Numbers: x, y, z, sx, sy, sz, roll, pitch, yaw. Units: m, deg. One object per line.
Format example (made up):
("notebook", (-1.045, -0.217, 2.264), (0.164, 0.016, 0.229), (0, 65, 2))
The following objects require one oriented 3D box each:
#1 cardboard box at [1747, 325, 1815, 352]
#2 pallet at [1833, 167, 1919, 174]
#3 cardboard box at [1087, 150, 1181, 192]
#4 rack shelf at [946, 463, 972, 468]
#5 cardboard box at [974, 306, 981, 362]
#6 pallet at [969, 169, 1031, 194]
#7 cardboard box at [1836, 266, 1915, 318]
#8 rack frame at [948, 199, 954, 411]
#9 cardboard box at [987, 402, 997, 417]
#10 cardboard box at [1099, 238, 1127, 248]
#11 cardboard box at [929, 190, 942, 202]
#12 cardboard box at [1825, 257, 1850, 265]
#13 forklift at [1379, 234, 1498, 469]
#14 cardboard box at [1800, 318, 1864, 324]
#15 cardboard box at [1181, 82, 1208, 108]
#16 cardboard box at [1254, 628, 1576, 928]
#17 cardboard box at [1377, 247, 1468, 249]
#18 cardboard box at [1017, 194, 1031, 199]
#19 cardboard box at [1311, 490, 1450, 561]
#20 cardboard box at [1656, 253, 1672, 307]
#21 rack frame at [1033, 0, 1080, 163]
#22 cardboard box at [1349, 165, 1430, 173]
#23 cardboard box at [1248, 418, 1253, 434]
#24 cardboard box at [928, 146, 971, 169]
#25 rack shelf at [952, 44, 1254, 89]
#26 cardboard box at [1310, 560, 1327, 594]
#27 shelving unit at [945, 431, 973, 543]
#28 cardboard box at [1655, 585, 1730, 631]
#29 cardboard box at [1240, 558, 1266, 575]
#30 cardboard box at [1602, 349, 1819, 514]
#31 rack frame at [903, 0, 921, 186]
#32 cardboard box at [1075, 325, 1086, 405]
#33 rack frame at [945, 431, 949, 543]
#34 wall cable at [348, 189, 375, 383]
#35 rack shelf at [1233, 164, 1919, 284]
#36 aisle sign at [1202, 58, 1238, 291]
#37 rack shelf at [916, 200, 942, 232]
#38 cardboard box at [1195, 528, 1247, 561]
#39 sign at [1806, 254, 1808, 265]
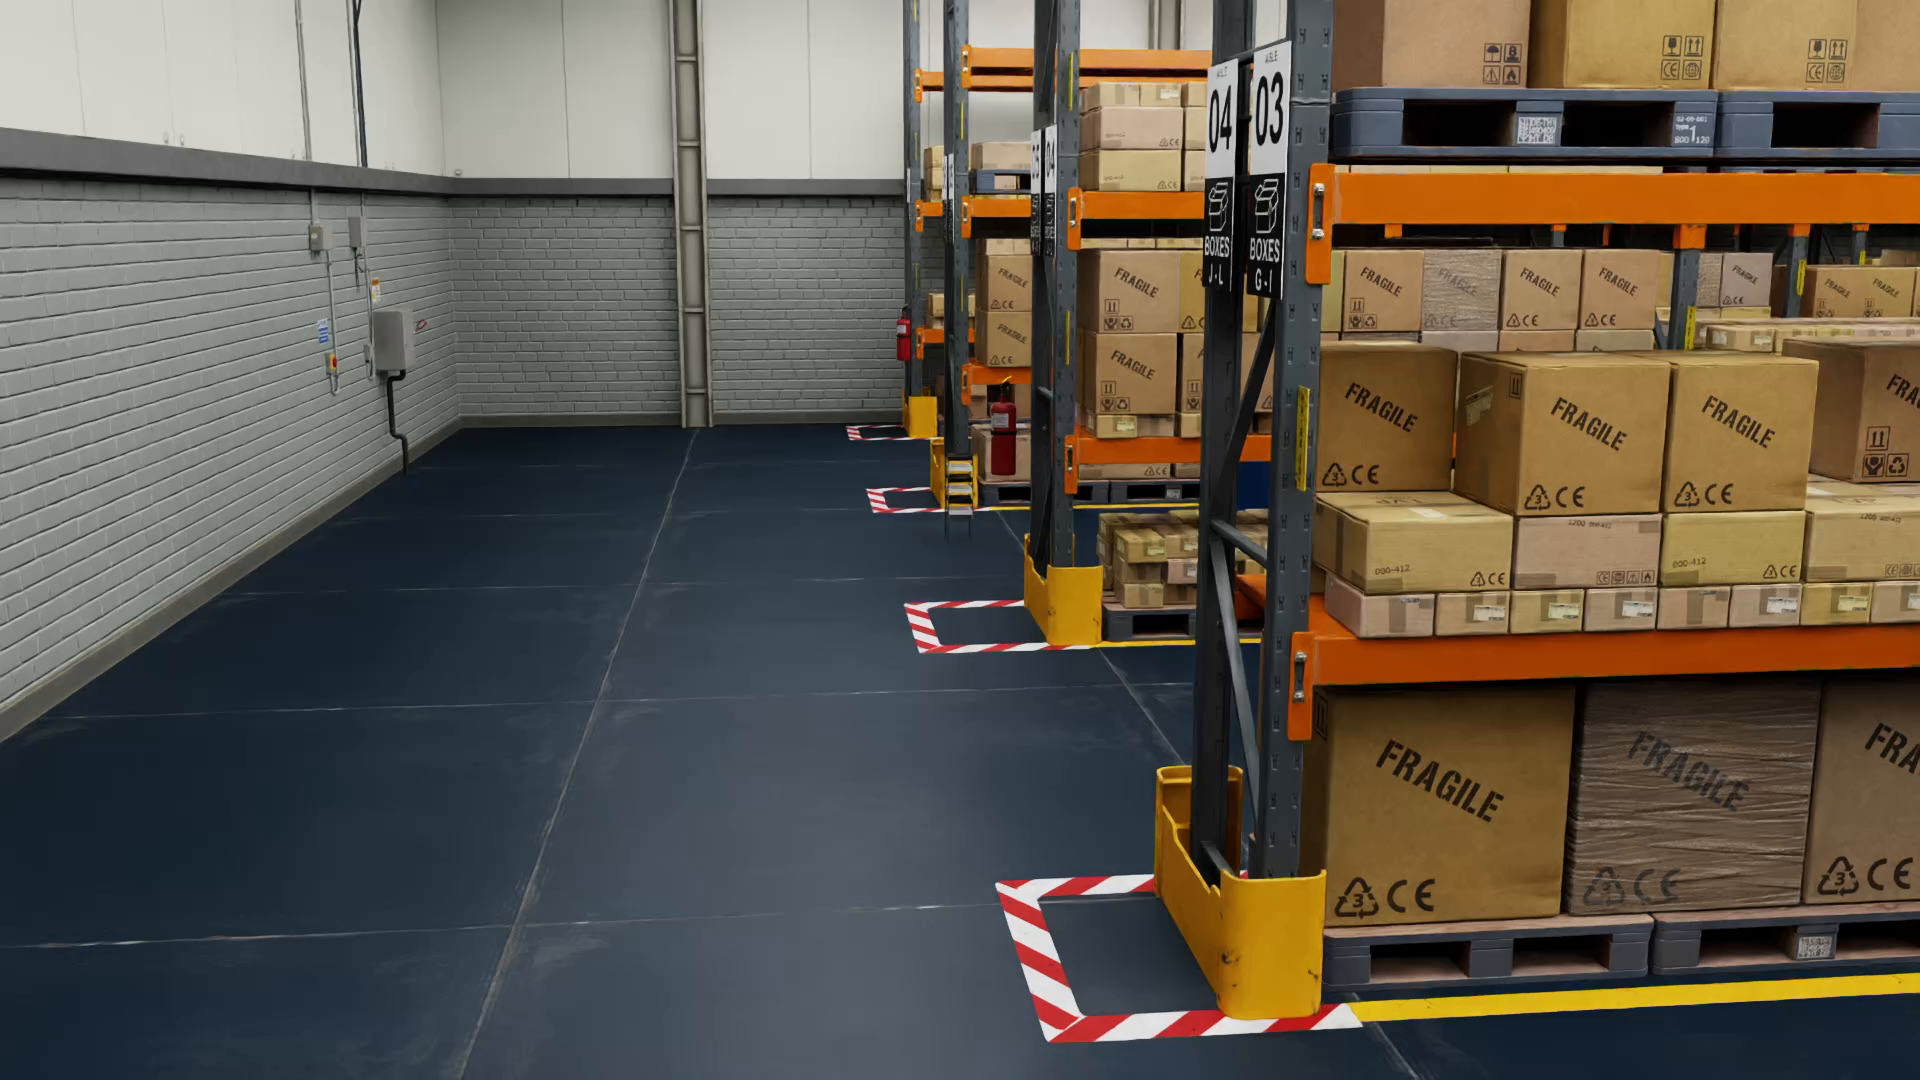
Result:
("cardboard box", (5.290, -1.303, 10.738), (0.250, 0.149, 0.380), (-1, 11, -4))
("pallet", (6.228, -2.395, 10.986), (1.003, 0.211, 1.213), (-1, 11, -6))
("cardboard box", (1.070, -2.276, 10.282), (0.529, 0.250, 0.529), (-1, 11, -7))
("rack shelf", (6.368, -1.621, 10.058), (12.128, 3.443, 8.407), (-1, 11, -6))
("cardboard box", (0.412, -1.975, 15.877), (0.500, 0.500, 0.500), (-1, 11, -6))
("pallet", (0.697, -3.310, 15.385), (1.213, 0.211, 1.003), (-1, 11, -6))
("cardboard box", (8.903, -2.410, 16.230), (0.500, 0.500, 0.500), (-1, 11, -3))
("rack frame", (-0.040, -1.865, 15.580), (0.053, 2.616, 0.949), (-1, 11, -6))
("cardboard box", (0.466, -1.620, 20.632), (0.250, 0.149, 0.380), (-2, 11, -8))
("cardboard box", (1.382, -2.704, 15.314), (0.250, 0.149, 0.380), (-1, 11, -6))
("cardboard box", (-0.237, -4.127, 19.960), (0.250, 0.149, 0.380), (-1, 11, -5))
("cardboard box", (11.635, -3.644, 21.918), (0.250, 0.149, 0.380), (-1, 11, -6))
("forklift", (2.839, -3.040, 15.831), (9.645, 5.209, 7.586), (3, 12, 17))
("cardboard box", (5.980, -1.442, 11.448), (0.250, 0.149, 0.380), (-2, 11, -8))
("cardboard box", (1.475, -2.713, 10.177), (0.250, 0.149, 0.380), (-1, 11, -6))
("cardboard box", (1.658, 0.844, 6.220), (0.875, 0.875, 0.875), (-1, 11, -6))
("cardboard box", (3.079, -1.705, 11.145), (0.500, 0.500, 0.500), (-1, 11, -5))
("cardboard box", (0.796, -4.132, 19.985), (0.250, 0.149, 0.380), (-1, 11, -6))
("cardboard box", (1.484, -0.098, 6.206), (0.500, 0.250, 0.500), (-1, 11, -7))
("cardboard box", (6.424, -2.489, 15.900), (0.500, 0.500, 0.500), (-1, 11, -6))
("rack frame", (0.596, -3.861, 10.180), (0.127, 3.000, 1.000), (-1, 11, -6))
("cardboard box", (8.243, -2.977, 13.463), (12.308, 0.399, 5.552), (-1, 11, -6))
("cardboard box", (1.718, -0.778, 10.703), (0.250, 0.149, 0.380), (-1, 11, -3))
("cardboard box", (-0.111, -4.567, 19.869), (0.500, 0.250, 0.500), (-1, 11, -7))
("rack shelf", (1.949, -4.301, 15.318), (4.000, 0.370, 1.077), (-1, 11, -6))
("cardboard box", (1.349, 0.088, 6.293), (0.274, 0.149, 0.395), (-2, 11, -9))
("shelving unit", (6.362, -1.327, 10.125), (12.137, 4.047, 8.426), (-1, 11, -6))
("cardboard box", (2.441, 0.193, 5.761), (0.250, 0.149, 0.380), (-1, 11, -7))
("cardboard box", (1.923, 0.166, 10.777), (0.250, 0.149, 0.380), (-1, 11, -4))
("cardboard box", (2.549, -0.385, 5.725), (0.500, 0.500, 0.500), (-2, 11, -8))
("rack frame", (-0.579, -5.760, 19.840), (0.127, 3.000, 1.000), (-1, 11, -6))
("cardboard box", (1.015, -1.171, 11.019), (0.500, 0.500, 0.500), (-1, 11, -5))
("rack frame", (-0.109, -0.439, 13.770), (0.006, 0.900, 0.240), (-1, 11, -6))
("wall cable", (-5.807, -2.513, 16.241), (0.122, 1.984, 0.588), (-1, 11, -6))
("rack shelf", (3.019, -1.125, 5.902), (4.000, 0.370, 1.077), (-1, 11, -6))
("aisle sign", (0.927, -1.296, 5.944), (0.004, 0.787, 0.394), (-1, 11, -6))
("rack shelf", (1.409, -3.977, 20.410), (4.000, 0.370, 1.077), (-1, 11, -6))
("cardboard box", (1.679, 0.028, 10.708), (0.250, 0.149, 0.380), (-1, 11, -6))
("sign", (11.289, -3.637, 22.140), (0.005, 0.325, 0.100), (-1, 11, -6))
